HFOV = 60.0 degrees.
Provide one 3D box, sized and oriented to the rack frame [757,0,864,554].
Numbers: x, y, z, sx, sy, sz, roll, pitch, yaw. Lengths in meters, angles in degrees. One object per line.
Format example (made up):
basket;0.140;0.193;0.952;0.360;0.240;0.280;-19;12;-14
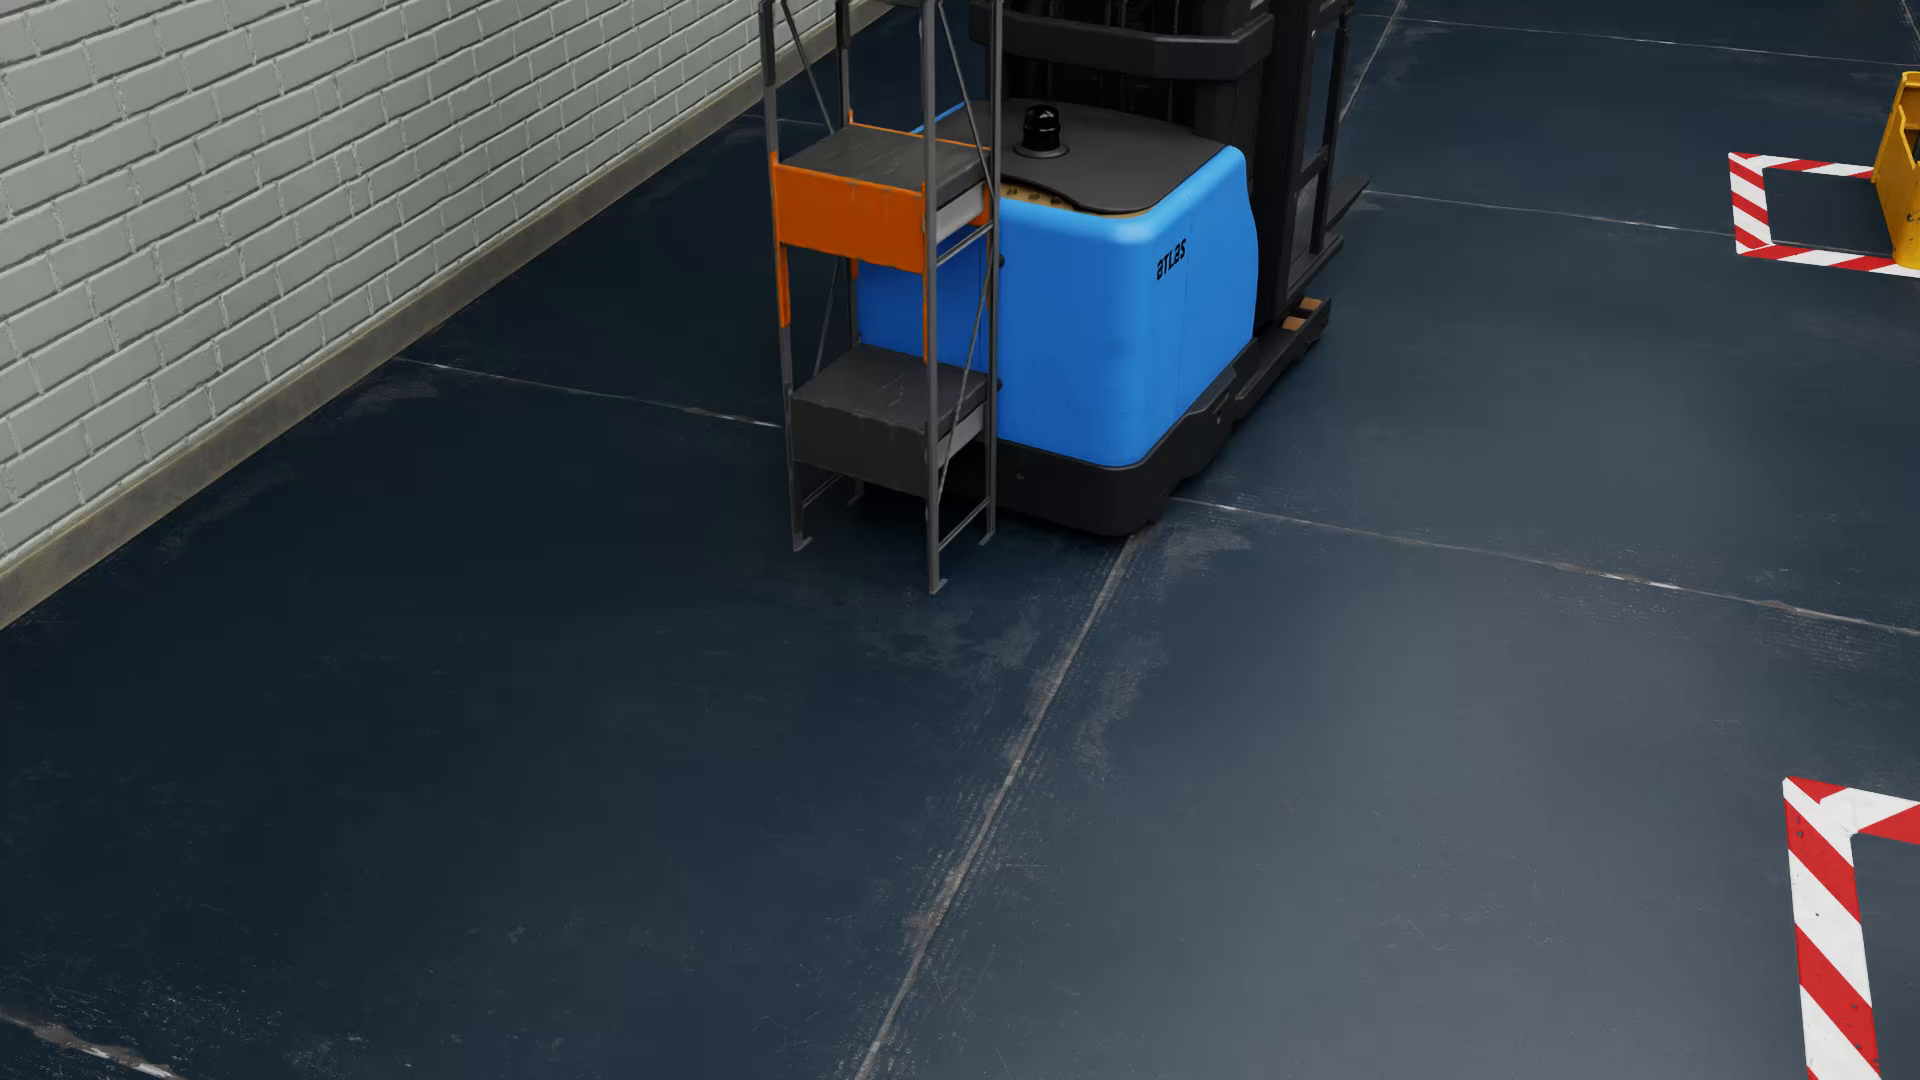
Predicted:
rack frame;-0.418;-0.936;4.764;0.015;2.100;0.400;17;36;24

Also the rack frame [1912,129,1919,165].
rack frame;4.342;-2.679;6.634;0.127;3.000;1.000;11;34;16

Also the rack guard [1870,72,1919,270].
rack guard;4.319;-1.633;7.319;0.348;0.500;1.175;11;34;16

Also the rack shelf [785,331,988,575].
rack shelf;-0.204;-0.273;5.052;0.480;0.518;0.431;17;36;24

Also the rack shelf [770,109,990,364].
rack shelf;-0.204;-0.861;4.673;0.480;0.518;0.431;17;36;24

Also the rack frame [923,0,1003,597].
rack frame;0.010;-0.809;4.567;0.015;2.100;0.400;17;36;24

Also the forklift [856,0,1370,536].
forklift;0.782;-2.018;5.673;1.130;2.935;3.031;17;36;24

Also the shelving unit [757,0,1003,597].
shelving unit;-0.204;-0.872;4.665;0.503;2.100;0.431;17;36;24

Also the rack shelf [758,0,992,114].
rack shelf;-0.204;-1.449;4.293;0.480;0.518;0.431;17;36;24
